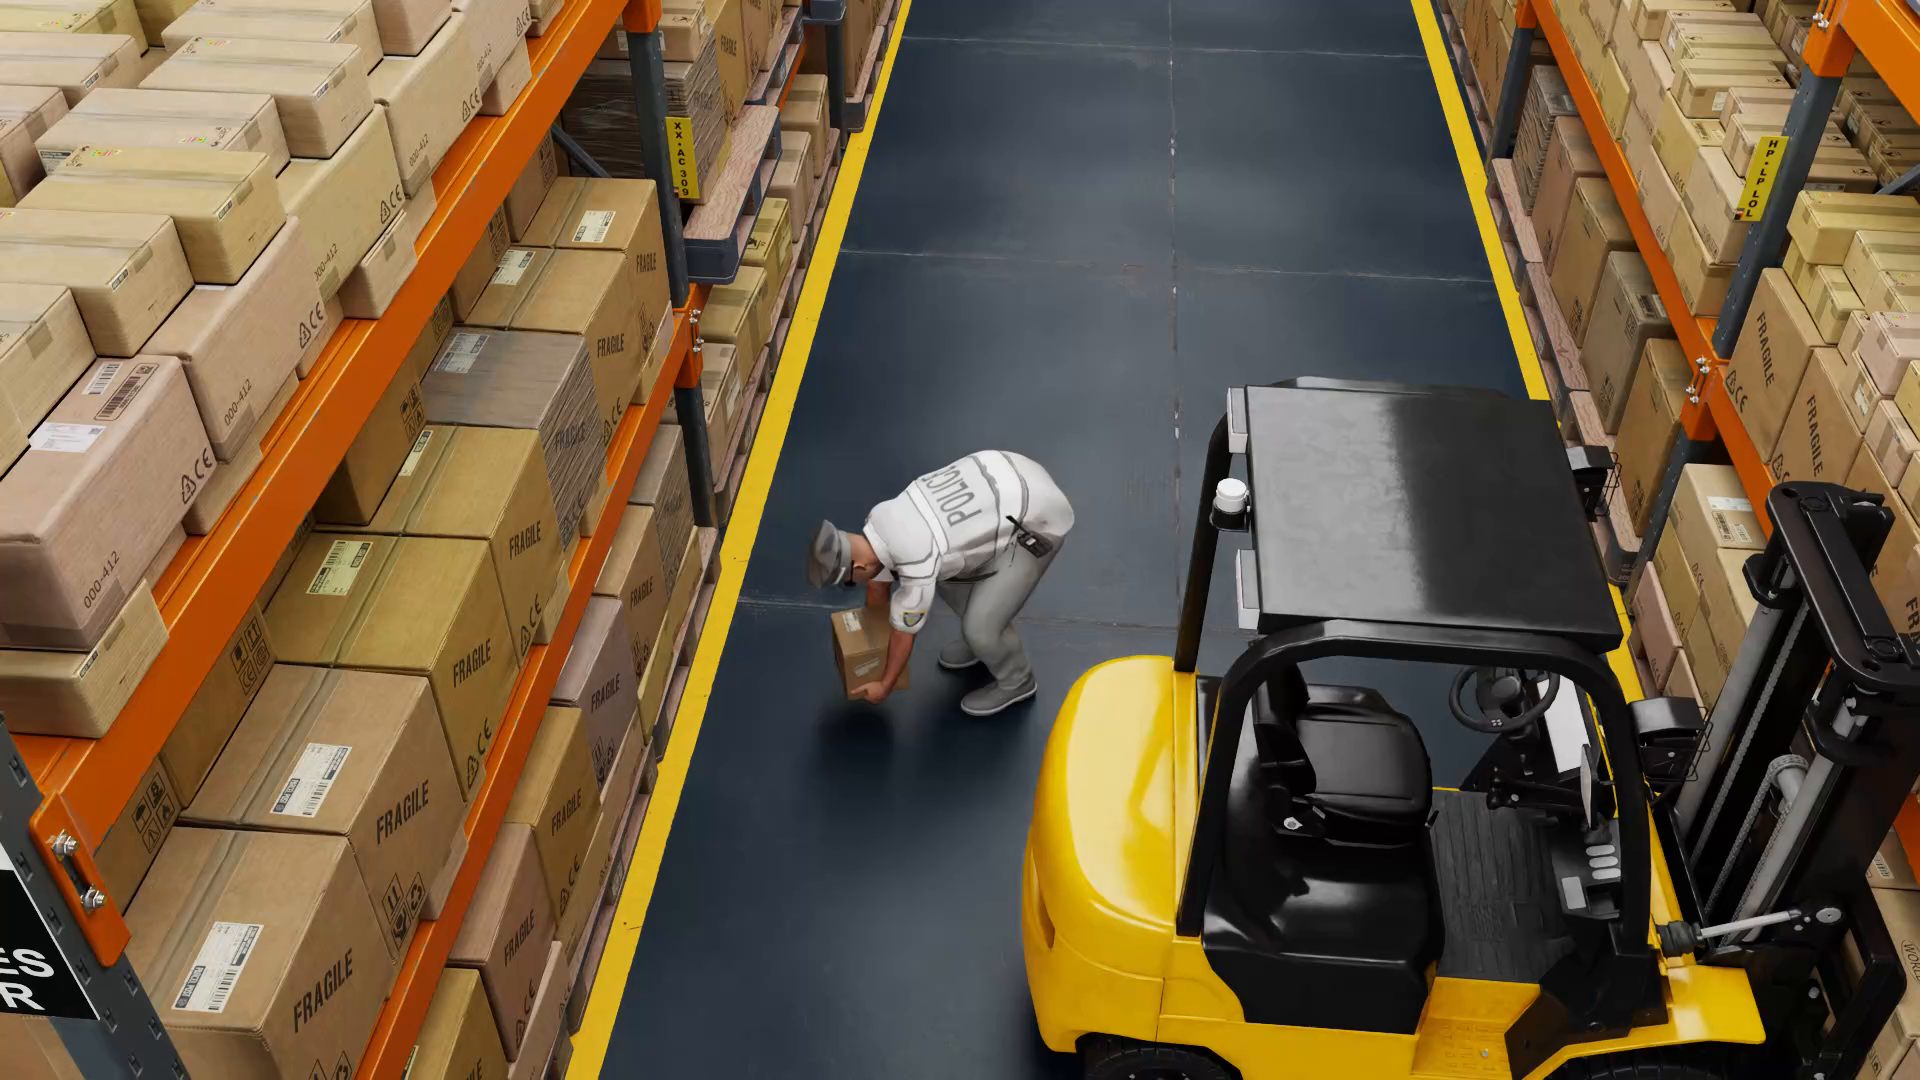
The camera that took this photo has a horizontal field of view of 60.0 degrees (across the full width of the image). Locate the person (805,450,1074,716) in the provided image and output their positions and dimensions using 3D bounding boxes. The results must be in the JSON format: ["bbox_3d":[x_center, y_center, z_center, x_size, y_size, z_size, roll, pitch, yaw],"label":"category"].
[{"bbox_3d":[-0.085,0.205,6.440,1.042,1.069,0.515,-14,42,-17],"label":"person"}]
